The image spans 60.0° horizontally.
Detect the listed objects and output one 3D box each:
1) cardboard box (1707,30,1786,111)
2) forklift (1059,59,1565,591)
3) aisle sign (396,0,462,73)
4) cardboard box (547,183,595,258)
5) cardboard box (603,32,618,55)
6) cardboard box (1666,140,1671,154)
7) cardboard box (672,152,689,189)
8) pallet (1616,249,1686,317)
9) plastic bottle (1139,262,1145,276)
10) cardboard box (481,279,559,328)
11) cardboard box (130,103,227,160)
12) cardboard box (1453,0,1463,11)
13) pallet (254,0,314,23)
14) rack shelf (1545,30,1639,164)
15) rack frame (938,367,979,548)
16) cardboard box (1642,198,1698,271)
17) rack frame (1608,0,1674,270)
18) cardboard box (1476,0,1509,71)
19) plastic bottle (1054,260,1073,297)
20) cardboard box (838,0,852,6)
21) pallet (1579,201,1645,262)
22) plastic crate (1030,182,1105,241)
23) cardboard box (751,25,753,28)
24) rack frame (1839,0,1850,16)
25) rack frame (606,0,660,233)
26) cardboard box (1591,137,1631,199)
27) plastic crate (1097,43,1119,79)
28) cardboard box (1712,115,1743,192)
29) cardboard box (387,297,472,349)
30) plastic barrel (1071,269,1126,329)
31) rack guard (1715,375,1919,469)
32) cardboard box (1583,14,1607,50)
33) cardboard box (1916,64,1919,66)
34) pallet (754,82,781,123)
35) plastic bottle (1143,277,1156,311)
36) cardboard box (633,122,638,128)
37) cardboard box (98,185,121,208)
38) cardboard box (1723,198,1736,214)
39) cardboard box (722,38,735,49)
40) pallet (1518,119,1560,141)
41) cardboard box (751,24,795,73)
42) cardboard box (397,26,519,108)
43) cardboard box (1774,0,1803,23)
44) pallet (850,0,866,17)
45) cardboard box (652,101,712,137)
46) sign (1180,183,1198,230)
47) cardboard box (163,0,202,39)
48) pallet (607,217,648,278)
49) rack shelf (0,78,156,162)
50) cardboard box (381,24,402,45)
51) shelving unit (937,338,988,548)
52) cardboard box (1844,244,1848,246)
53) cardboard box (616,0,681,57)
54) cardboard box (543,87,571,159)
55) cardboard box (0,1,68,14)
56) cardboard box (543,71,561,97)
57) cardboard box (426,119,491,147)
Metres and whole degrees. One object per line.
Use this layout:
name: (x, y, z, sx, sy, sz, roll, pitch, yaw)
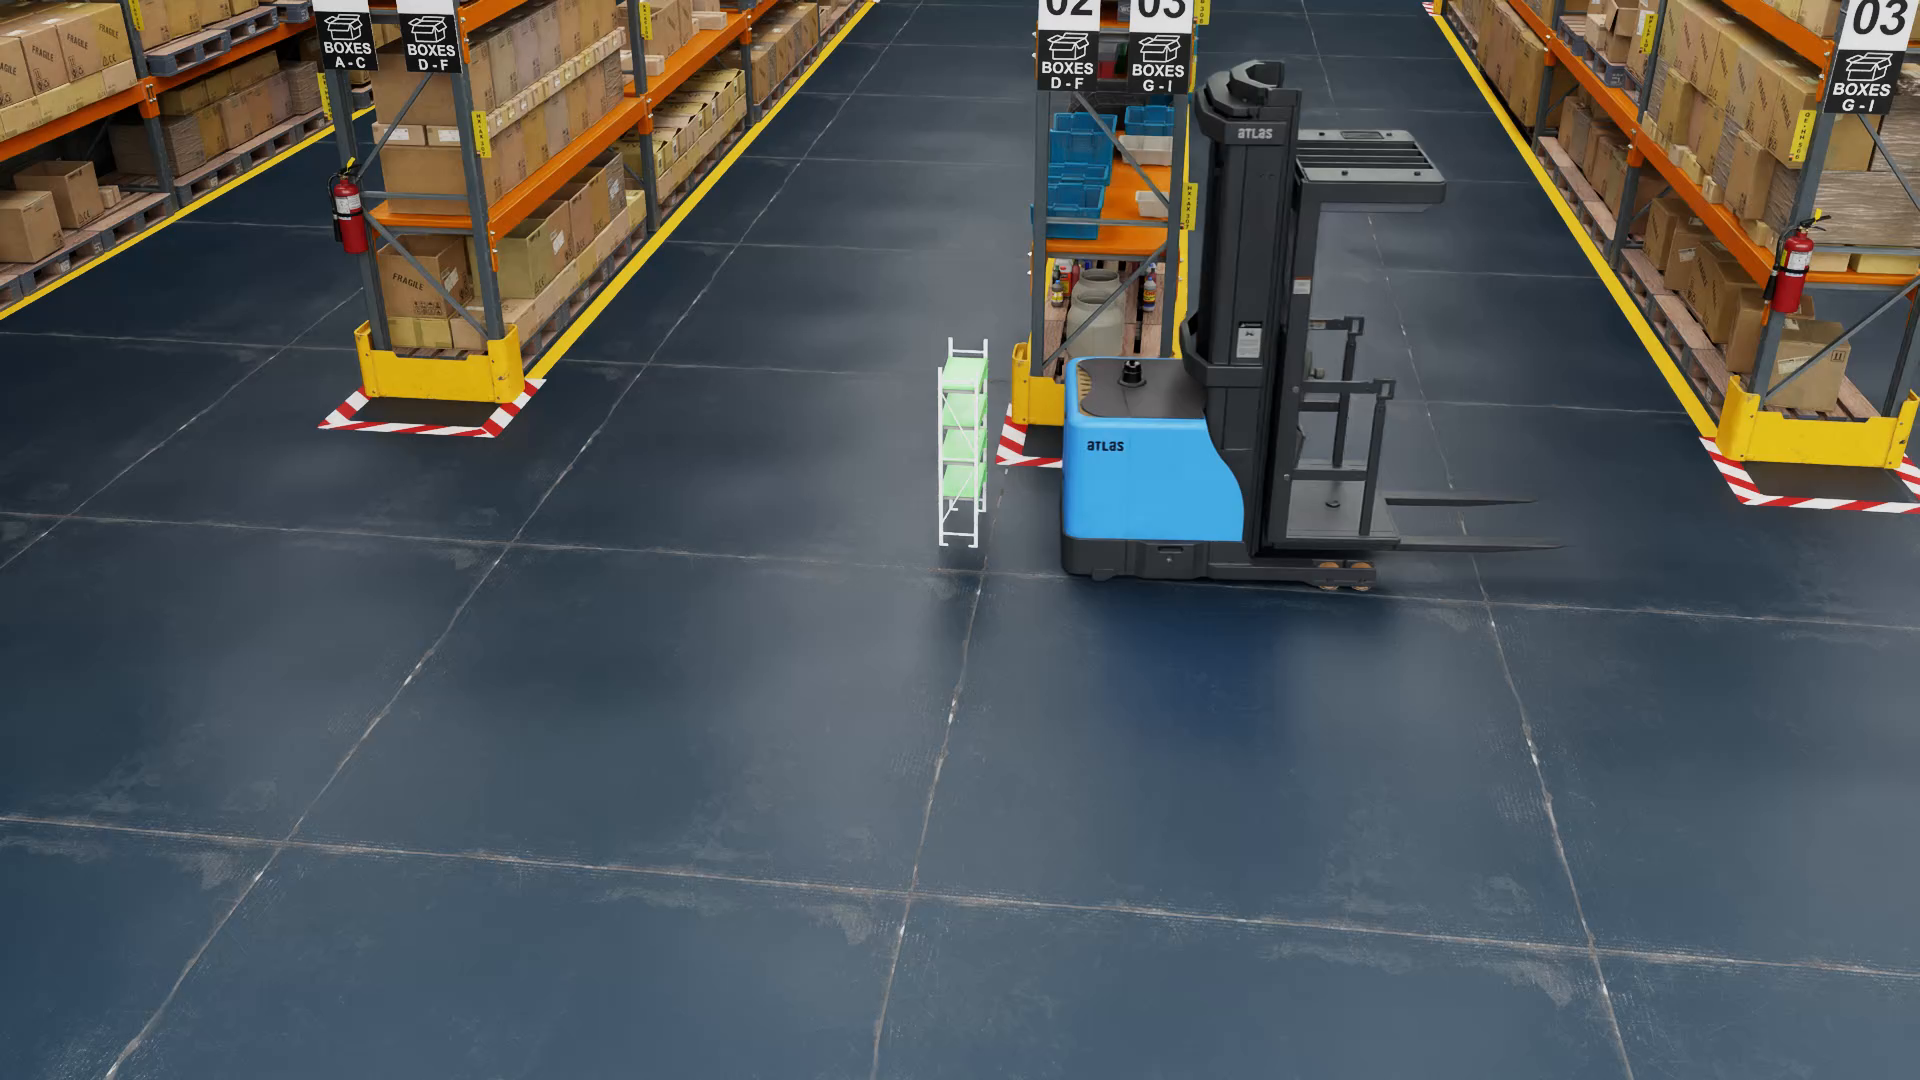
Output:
cardboard box: (5.934, -3.481, 12.368, 0.500, 0.500, 0.500, 3, 28, 6)
forklift: (2.145, -1.244, 9.760, 3.031, 2.935, 1.130, 1, 28, 2)
aisle sign: (-3.612, -3.560, 11.247, 0.394, 0.787, 0.004, 3, 28, 6)
cardboard box: (-3.435, -2.715, 14.084, 0.500, 0.500, 0.500, 3, 28, 6)
cardboard box: (-3.271, -4.420, 14.795, 0.380, 0.149, 0.250, 3, 28, 5)
cardboard box: (6.021, -3.221, 13.624, 0.380, 0.149, 0.250, 3, 28, 6)
cardboard box: (-3.058, -3.738, 16.774, 0.500, 0.250, 0.500, 4, 29, 7)
pallet: (6.366, -2.224, 14.448, 1.003, 0.211, 1.213, 3, 28, 6)
plastic bottle: (1.618, -2.414, 14.268, 0.152, 0.276, 0.135, 4, 29, 7)
cardboard box: (-3.564, -1.914, 13.389, 0.500, 0.250, 0.500, 3, 28, 6)
cardboard box: (-8.247, -4.320, 17.571, 0.700, 0.500, 0.500, 3, 28, 5)
cardboard box: (7.885, -8.362, 24.699, 0.875, 0.875, 0.875, 3, 28, 6)
pallet: (-7.826, -6.090, 18.887, 1.213, 0.211, 1.003, 3, 28, 6)
rack shelf: (6.659, -4.395, 16.295, 1.077, 0.370, 4.000, 3, 28, 6)
rack frame: (-0.010, -0.491, 10.189, 0.240, 1.200, 0.015, 3, 28, 6)
cardboard box: (6.325, -2.668, 14.525, 0.500, 0.500, 0.500, 3, 28, 5)
rack frame: (6.414, -3.770, 14.377, 1.000, 3.000, 0.127, 3, 28, 6)
cardboard box: (7.335, -6.483, 21.210, 1.225, 0.875, 0.875, 3, 29, 6)
plastic bottle: (0.856, -2.177, 13.827, 0.152, 0.276, 0.135, 4, 29, 7)
cardboard box: (-1.916, -8.264, 25.153, 0.500, 0.250, 0.500, 3, 28, 6)
pallet: (6.508, -2.909, 15.719, 1.003, 0.211, 1.213, 3, 28, 6)
plastic crate: (0.772, -2.362, 11.921, 0.499, 0.251, 0.616, 3, 28, 6)
cardboard box: (-2.924, -6.268, 21.186, 0.500, 0.500, 0.500, 2, 28, 4)
rack frame: (5.923, -4.528, 9.459, 1.000, 3.000, 0.127, 3, 28, 6)
rack frame: (-3.418, -4.347, 15.449, 1.000, 3.000, 0.127, 3, 28, 6)
cardboard box: (6.655, -3.638, 16.304, 0.700, 0.500, 0.500, 1, 28, 2)
plastic crate: (1.254, -4.332, 15.352, 0.402, 0.464, 0.583, 3, 28, 6)
cardboard box: (6.064, -2.795, 12.148, 0.875, 0.500, 0.500, 3, 28, 6)
cardboard box: (-4.135, -1.709, 13.007, 0.500, 0.250, 0.500, 3, 28, 6)
plastic barrel: (1.074, -1.815, 12.928, 0.421, 0.512, 0.421, 0, 28, 0)
rack guard: (5.933, -0.822, 11.542, 1.175, 0.500, 0.348, 3, 28, 6)
cardboard box: (6.470, -4.996, 16.369, 0.500, 0.250, 0.500, 3, 28, 5)
cardboard box: (11.887, -5.703, 20.158, 0.500, 0.500, 0.500, 5, 29, 8)
pallet: (-2.798, -5.352, 20.254, 1.003, 0.211, 1.213, 3, 28, 6)
plastic bottle: (1.539, -2.003, 13.510, 0.097, 0.271, 0.097, 0, 28, 0)
cardboard box: (-3.531, -4.256, 17.144, 0.500, 0.311, 0.500, 3, 28, 6)
cardboard box: (-8.370, -3.326, 16.077, 0.380, 0.166, 0.250, 0, 28, 0)
cardboard box: (5.890, -2.512, 12.307, 0.380, 0.149, 0.250, 3, 28, 6)
cardboard box: (-3.043, -6.134, 20.147, 0.500, 0.250, 0.500, 4, 29, 8)
pallet: (7.075, -4.792, 19.214, 1.003, 0.211, 1.213, 3, 28, 6)
cardboard box: (-2.404, -6.250, 21.152, 0.500, 0.500, 0.500, 2, 28, 4)
cardboard box: (-3.772, -3.572, 12.536, 0.700, 0.500, 0.500, 3, 28, 5)
cardboard box: (5.789, -3.619, 11.092, 0.500, 0.250, 0.500, 4, 29, 7)
pallet: (-2.053, -8.357, 25.832, 1.003, 0.211, 1.213, 3, 28, 6)
cardboard box: (-2.933, -4.472, 17.546, 0.500, 0.311, 0.500, 4, 29, 8)
sign: (1.553, -2.263, 11.288, 0.100, 0.325, 0.005, 3, 28, 6)
cardboard box: (-8.163, -5.372, 16.781, 0.700, 0.500, 0.500, 6, 29, 11)
pallet: (-3.557, -2.748, 15.420, 1.003, 0.211, 1.213, 3, 28, 6)
rack shelf: (-8.579, -3.375, 14.403, 1.077, 0.370, 4.000, 3, 28, 6)
cardboard box: (-7.510, -6.505, 21.279, 0.750, 0.750, 0.750, 3, 28, 6)
shelving unit: (0.020, -0.606, 10.402, 0.258, 1.200, 0.503, 3, 28, 6)
cardboard box: (6.245, -2.013, 11.382, 0.380, 0.149, 0.250, 3, 28, 6)
cardboard box: (-3.181, -5.236, 16.993, 0.500, 0.500, 0.500, 3, 28, 6)
cardboard box: (-3.651, -3.456, 13.690, 0.700, 0.500, 0.500, 4, 29, 8)
cardboard box: (-8.599, -4.697, 15.445, 0.500, 0.500, 0.500, 3, 28, 5)
cardboard box: (-3.457, -3.690, 13.439, 0.380, 0.149, 0.250, 4, 29, 7)
cardboard box: (-3.646, -2.966, 12.096, 0.380, 0.149, 0.250, 3, 28, 6)
